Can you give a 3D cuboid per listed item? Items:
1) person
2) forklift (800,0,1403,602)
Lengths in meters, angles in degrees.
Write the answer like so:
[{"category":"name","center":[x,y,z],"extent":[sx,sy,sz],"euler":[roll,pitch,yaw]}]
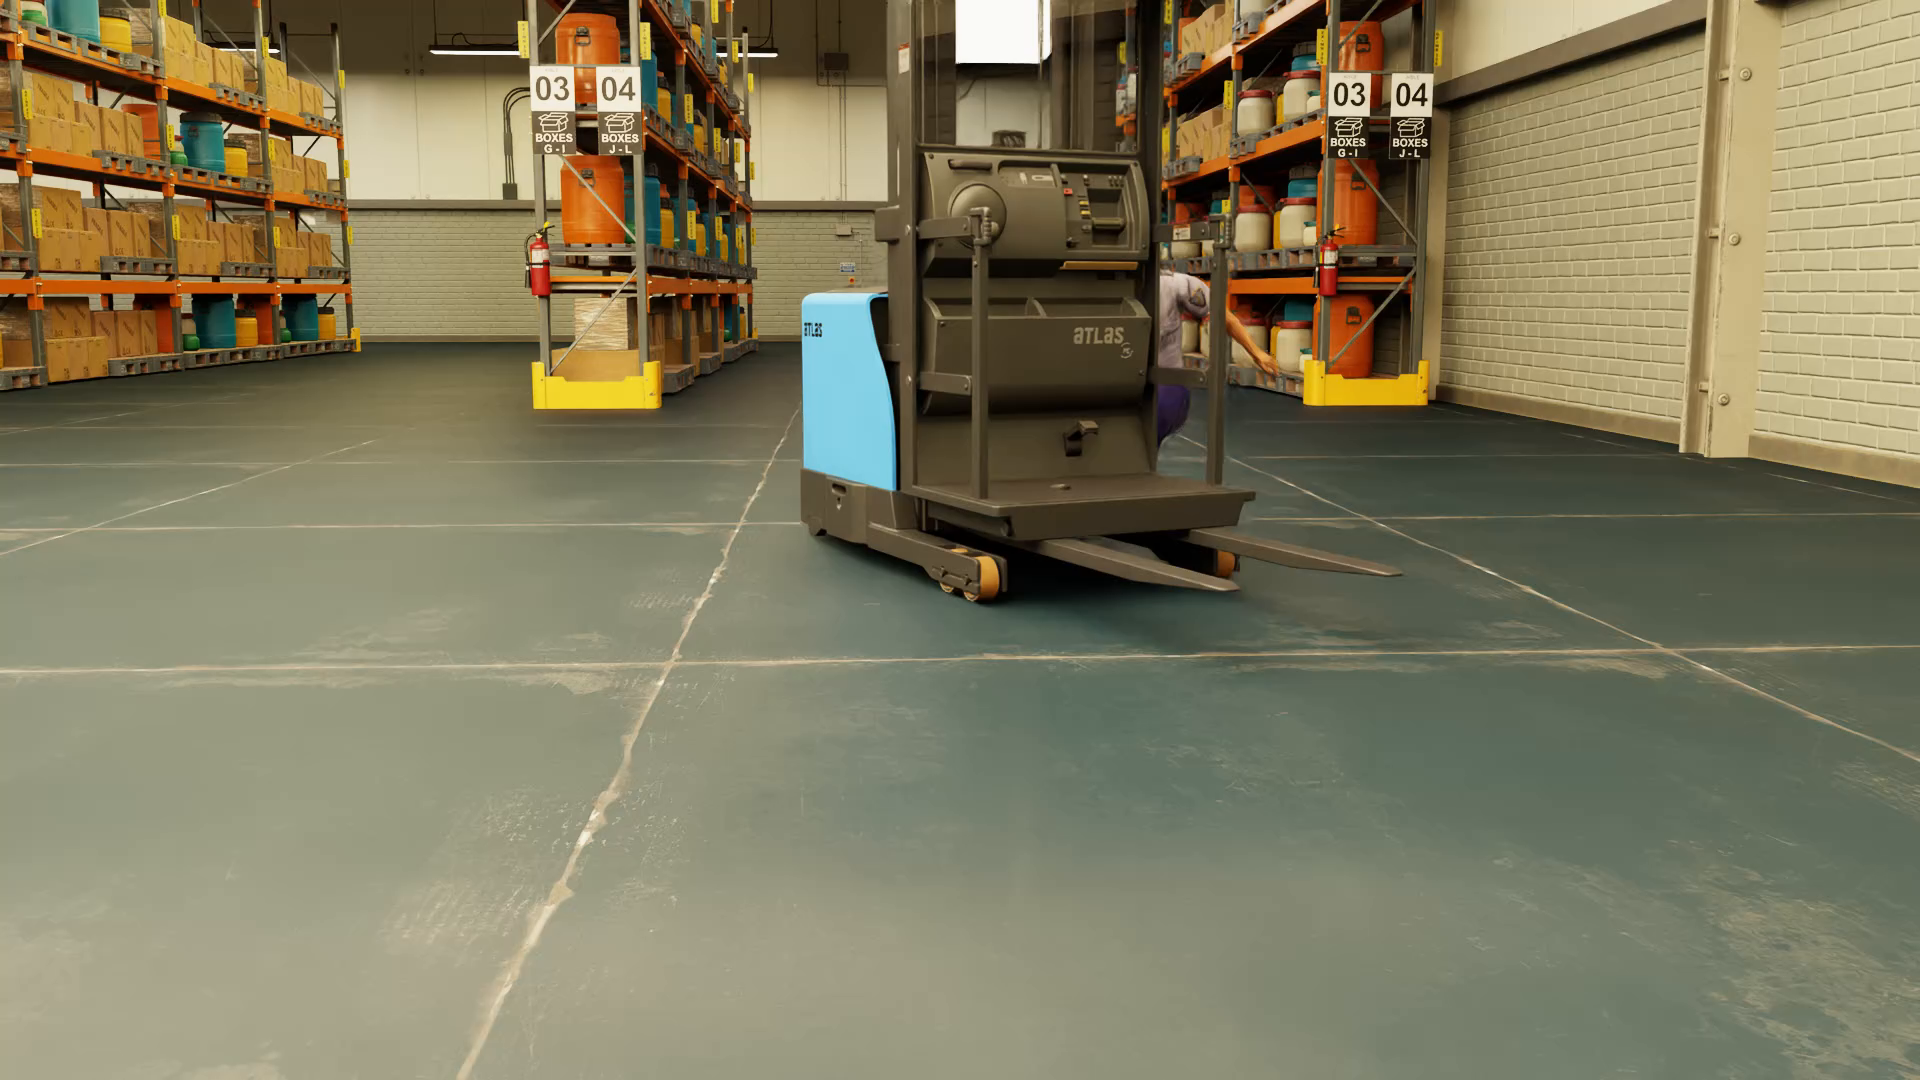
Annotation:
[{"category":"person","center":[0.830,-0.629,7.207],"extent":[1.014,1.386,0.898],"euler":[2,9,15]},{"category":"forklift","center":[0.396,-1.305,6.119],"extent":[1.130,2.935,3.031],"euler":[-4,9,-26]}]
